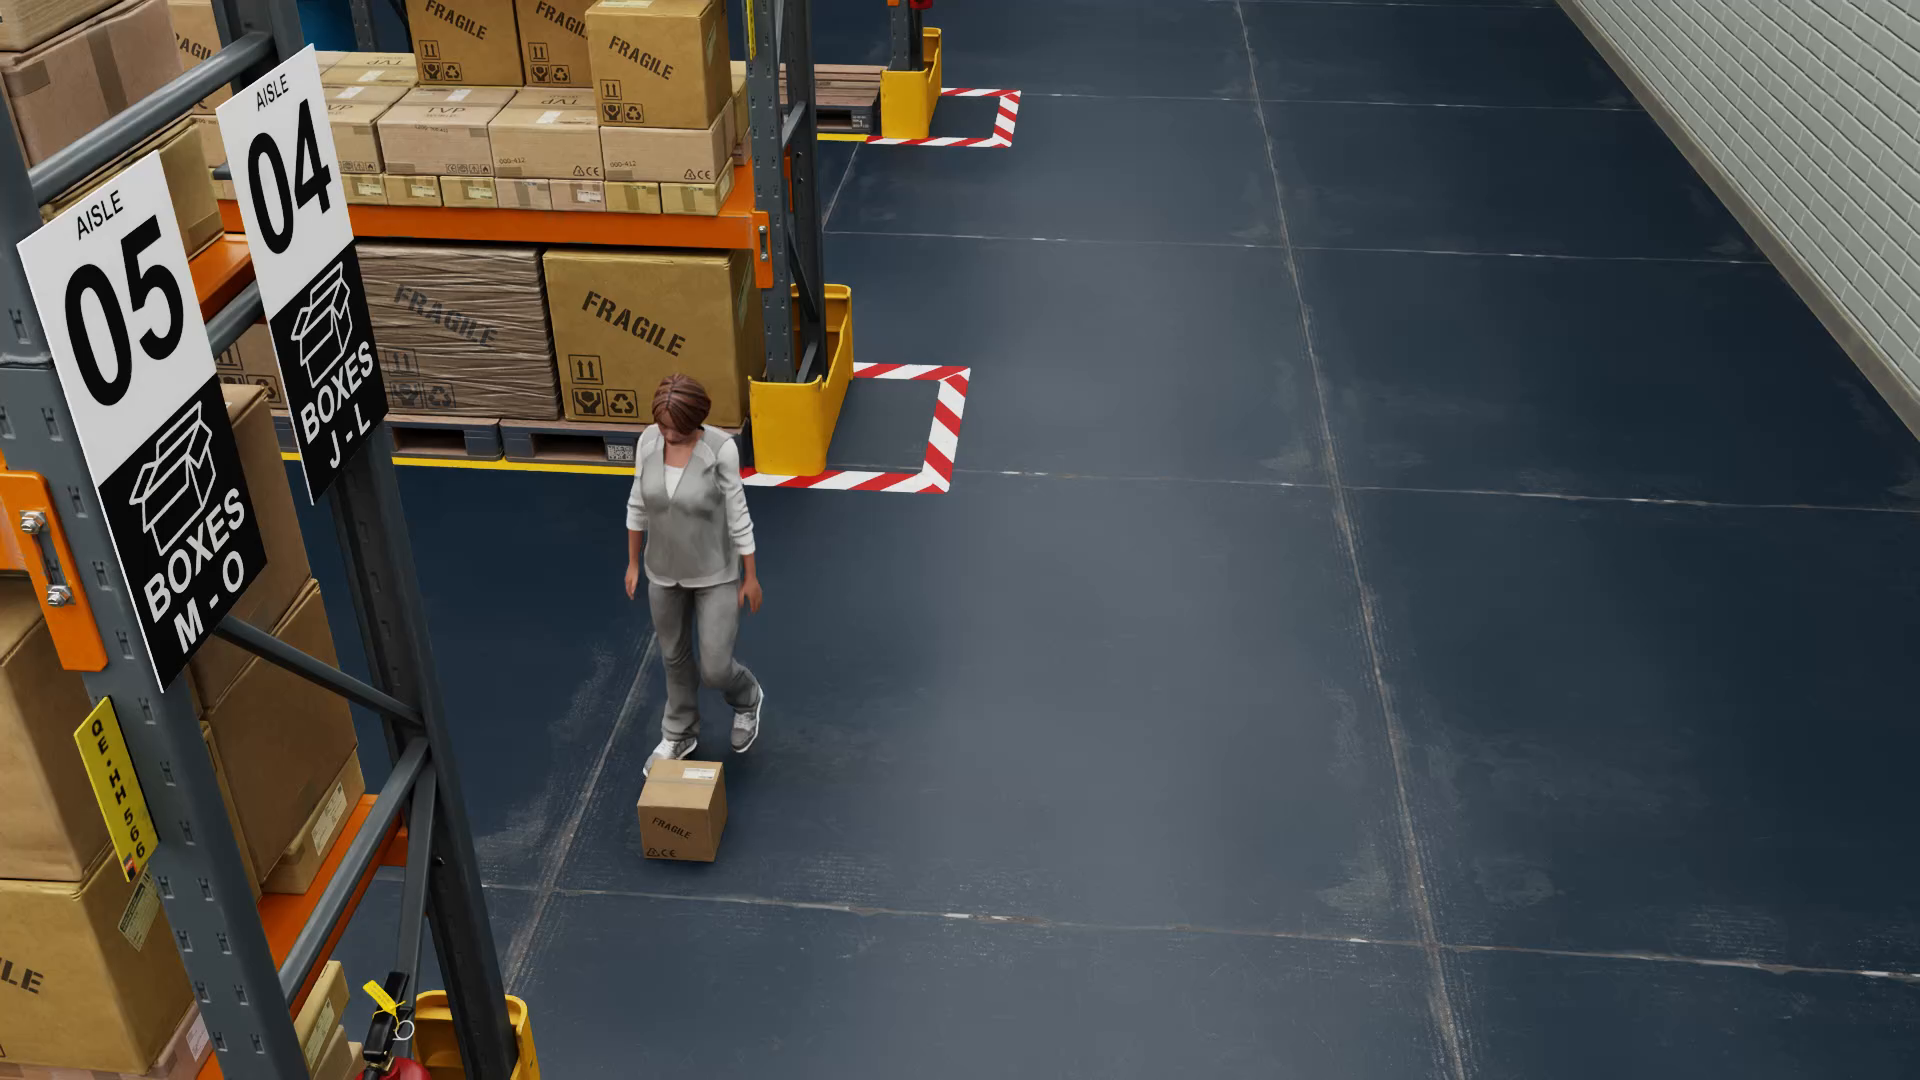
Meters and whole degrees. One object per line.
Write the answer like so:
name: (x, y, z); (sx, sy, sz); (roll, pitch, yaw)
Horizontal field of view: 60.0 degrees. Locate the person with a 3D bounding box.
person: (-0.962, 0.138, 5.910); (0.507, 1.599, 0.434); (10, 34, 15)
